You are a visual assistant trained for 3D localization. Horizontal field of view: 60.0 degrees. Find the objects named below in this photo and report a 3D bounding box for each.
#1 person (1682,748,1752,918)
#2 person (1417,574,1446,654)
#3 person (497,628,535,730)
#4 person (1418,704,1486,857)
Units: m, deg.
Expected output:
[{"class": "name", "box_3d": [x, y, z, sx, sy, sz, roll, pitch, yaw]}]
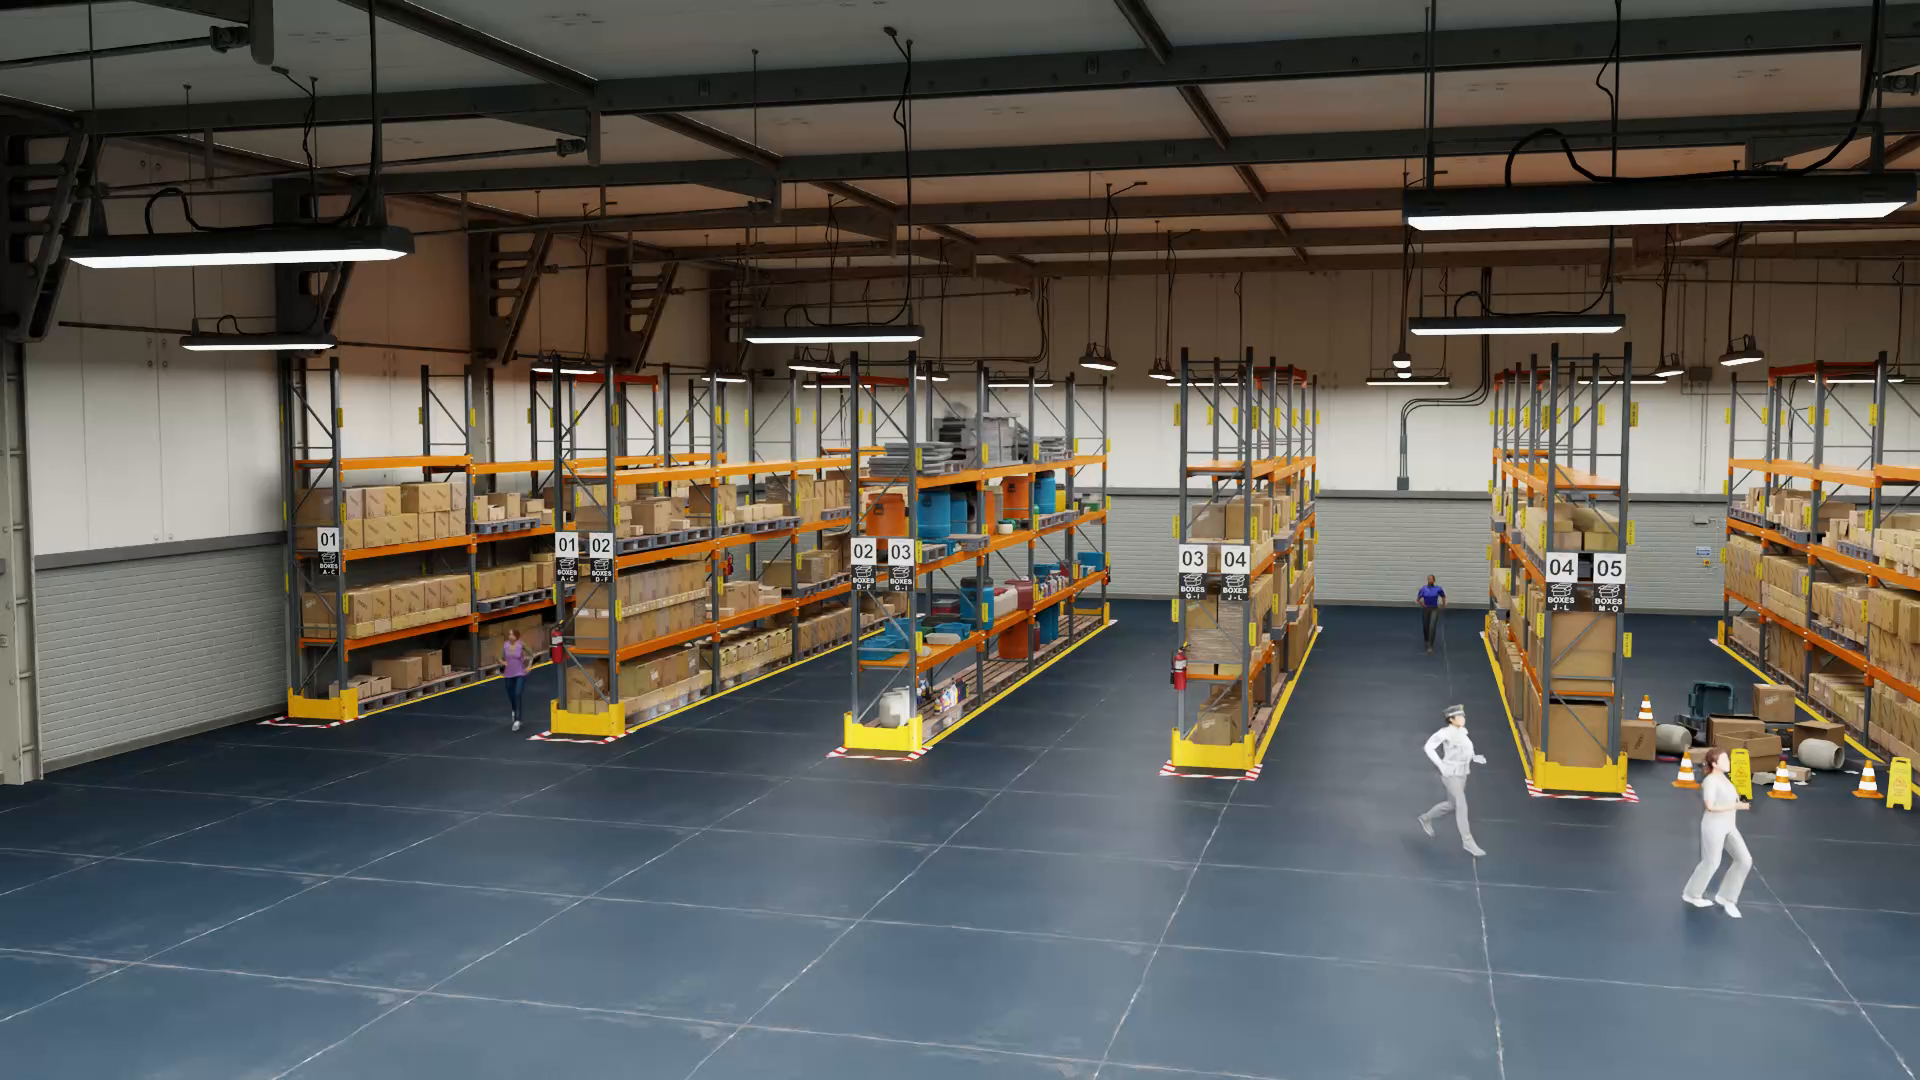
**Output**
[{"class": "person", "box_3d": [7.643, 2.944, 16.737, 0.544, 1.707, 0.691, -3, 5, -38]}, {"class": "person", "box_3d": [10.102, 1.562, 35.677, 0.599, 1.669, 0.810, 1, 4, 19]}, {"class": "person", "box_3d": [-7.188, 2.208, 26.856, 0.580, 1.598, 0.875, 0, 4, 1]}, {"class": "person", "box_3d": [5.709, 2.739, 19.272, 0.616, 1.708, 0.926, -4, 6, -42]}]
